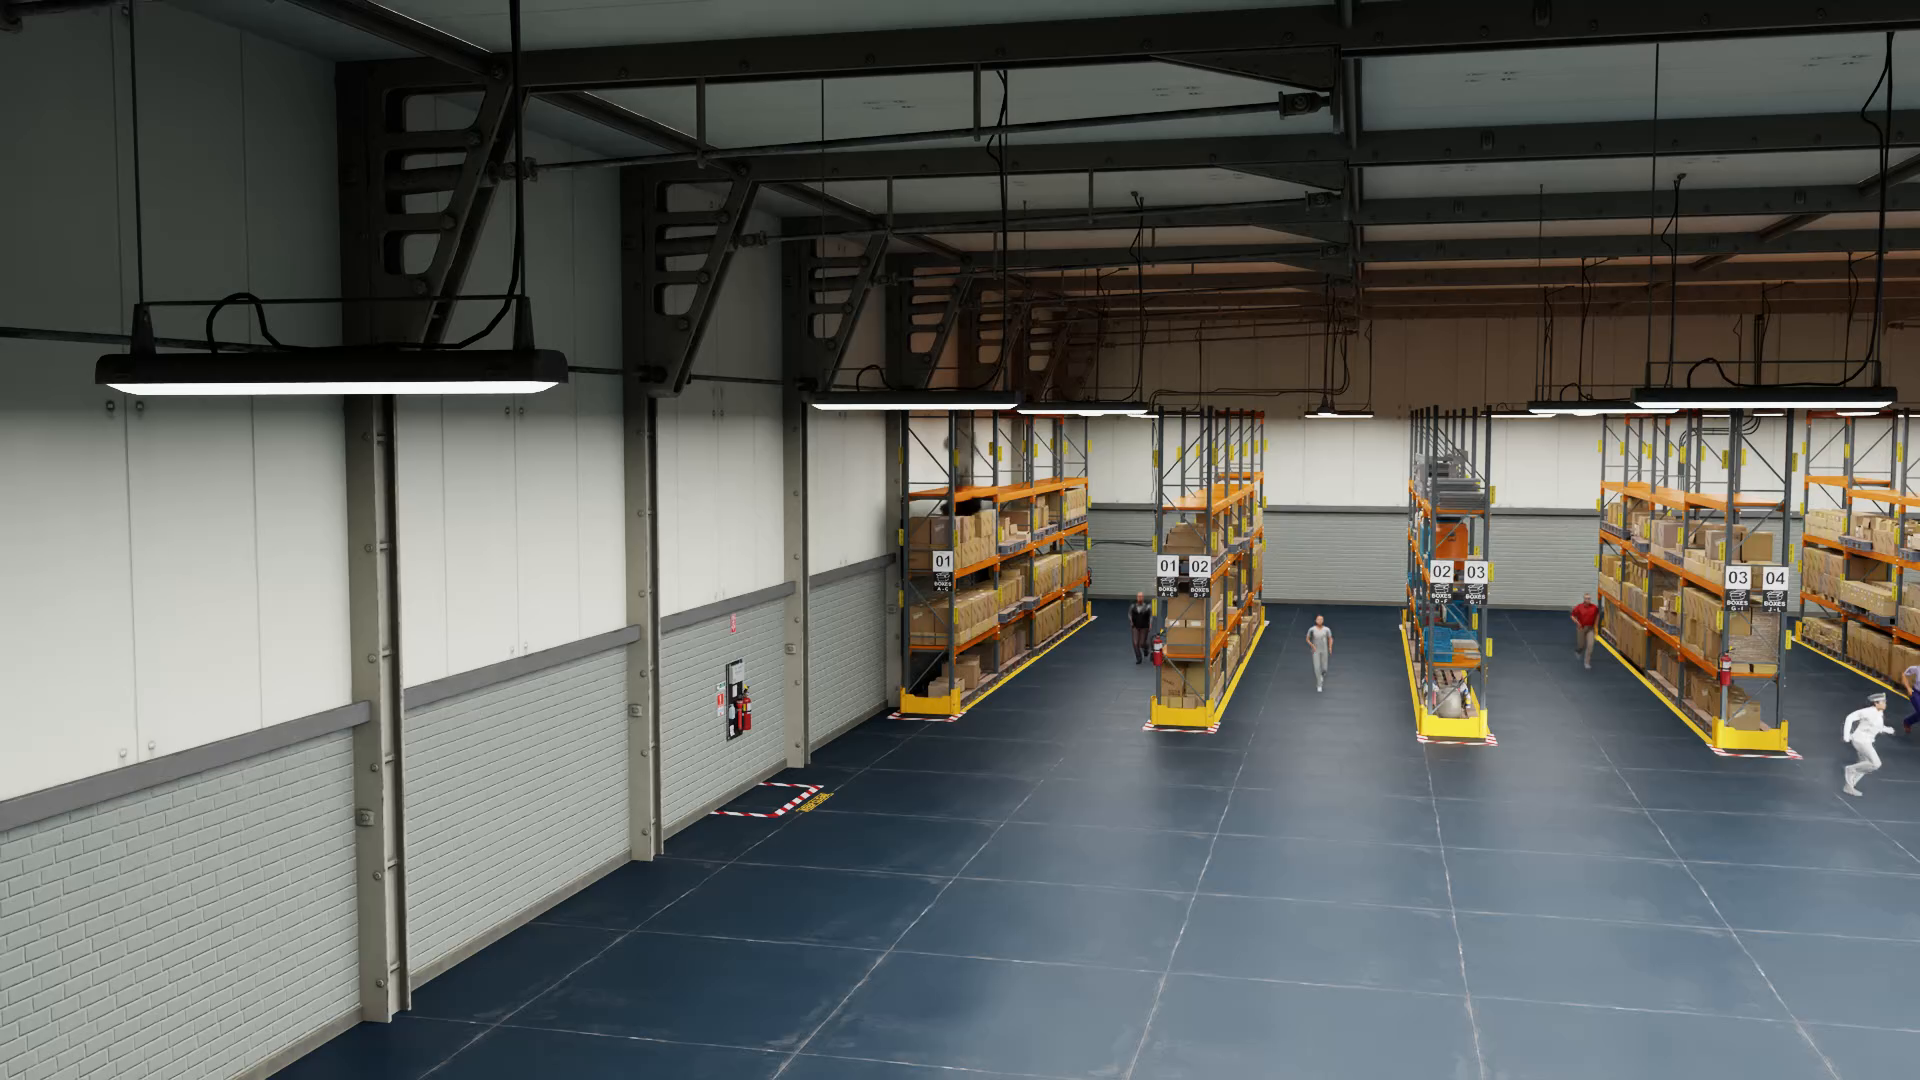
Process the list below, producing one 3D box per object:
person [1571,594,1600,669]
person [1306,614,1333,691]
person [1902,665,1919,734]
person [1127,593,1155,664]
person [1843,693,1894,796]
[{"bbox_3d":[14.603,2.117,38.813,0.673,1.735,0.814,0,4,7],"label":"person"},{"bbox_3d":[7.634,2.385,35.329,0.566,1.630,0.572,0,4,7],"label":"person"},{"bbox_3d":[17.040,2.816,29.498,0.609,1.638,1.063,0,4,-2],"label":"person"},{"bbox_3d":[4.258,2.080,39.242,0.658,1.682,0.585,1,4,18],"label":"person"},{"bbox_3d":[13.845,3.106,25.332,0.602,1.612,0.680,-4,6,-43],"label":"person"}]
